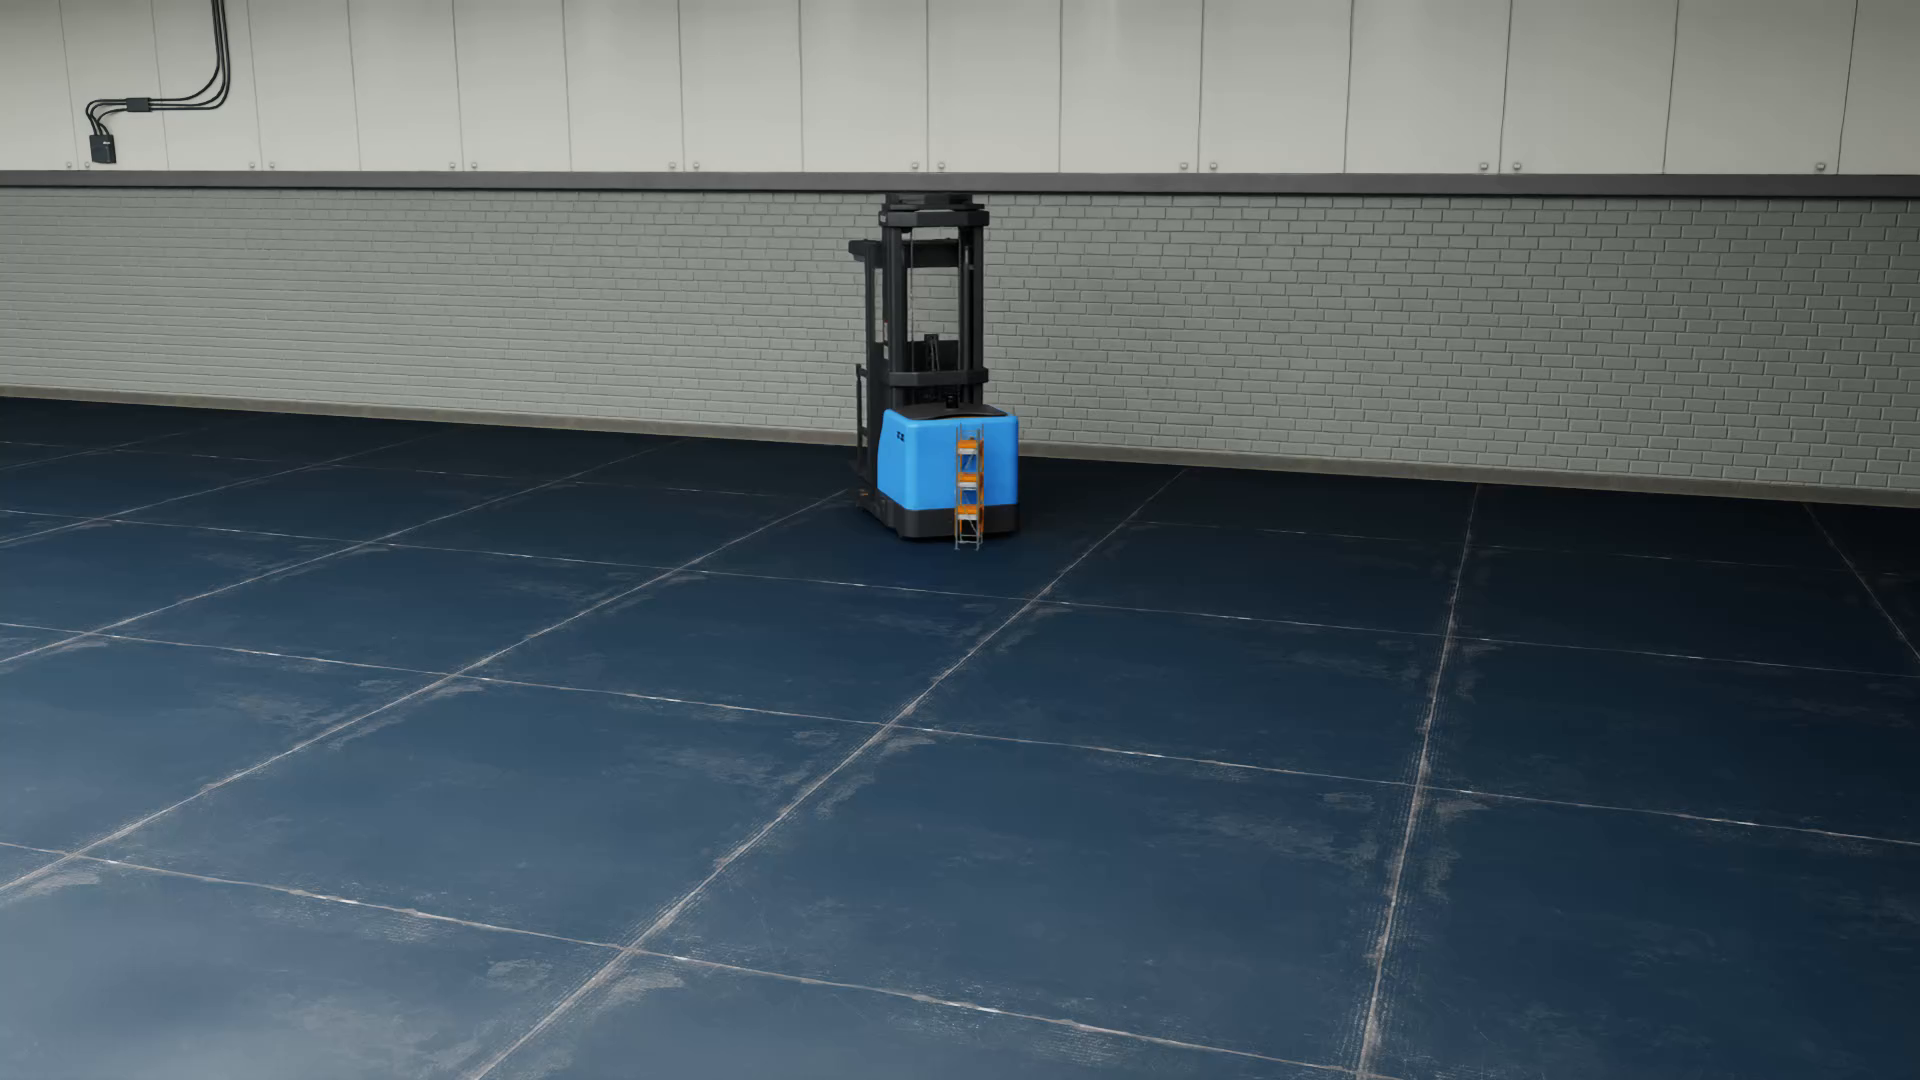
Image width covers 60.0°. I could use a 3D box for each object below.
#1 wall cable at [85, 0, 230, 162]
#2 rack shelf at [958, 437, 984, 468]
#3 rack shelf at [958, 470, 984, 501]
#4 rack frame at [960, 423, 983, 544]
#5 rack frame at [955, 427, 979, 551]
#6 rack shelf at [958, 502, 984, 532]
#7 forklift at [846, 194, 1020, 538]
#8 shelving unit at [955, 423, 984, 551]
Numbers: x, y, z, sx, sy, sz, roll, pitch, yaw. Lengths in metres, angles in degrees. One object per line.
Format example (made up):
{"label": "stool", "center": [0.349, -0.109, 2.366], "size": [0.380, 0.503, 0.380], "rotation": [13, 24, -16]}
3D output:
{"label": "wall cable", "center": [-10.307, -7.813, 20.855], "size": [2.305, 6.003, 0.169], "rotation": [4, 14, 18]}
{"label": "rack shelf", "center": [0.079, -0.718, 14.045], "size": [0.215, 0.259, 0.240], "rotation": [2, 13, 9]}
{"label": "rack shelf", "center": [0.079, -0.441, 14.108], "size": [0.215, 0.259, 0.240], "rotation": [2, 13, 9]}
{"label": "rack frame", "center": [0.098, -0.478, 14.223], "size": [0.200, 1.050, 0.008], "rotation": [2, 13, 9]}
{"label": "rack frame", "center": [0.061, -0.424, 13.988], "size": [0.200, 1.050, 0.008], "rotation": [2, 13, 9]}
{"label": "rack shelf", "center": [0.079, -0.170, 14.170], "size": [0.215, 0.259, 0.240], "rotation": [2, 13, 9]}
{"label": "forklift", "center": [-0.398, -1.727, 15.468], "size": [1.130, 2.935, 3.031], "rotation": [-4, 13, -17]}
{"label": "shelving unit", "center": [0.079, -0.451, 14.106], "size": [0.215, 1.050, 0.252], "rotation": [2, 13, 9]}
